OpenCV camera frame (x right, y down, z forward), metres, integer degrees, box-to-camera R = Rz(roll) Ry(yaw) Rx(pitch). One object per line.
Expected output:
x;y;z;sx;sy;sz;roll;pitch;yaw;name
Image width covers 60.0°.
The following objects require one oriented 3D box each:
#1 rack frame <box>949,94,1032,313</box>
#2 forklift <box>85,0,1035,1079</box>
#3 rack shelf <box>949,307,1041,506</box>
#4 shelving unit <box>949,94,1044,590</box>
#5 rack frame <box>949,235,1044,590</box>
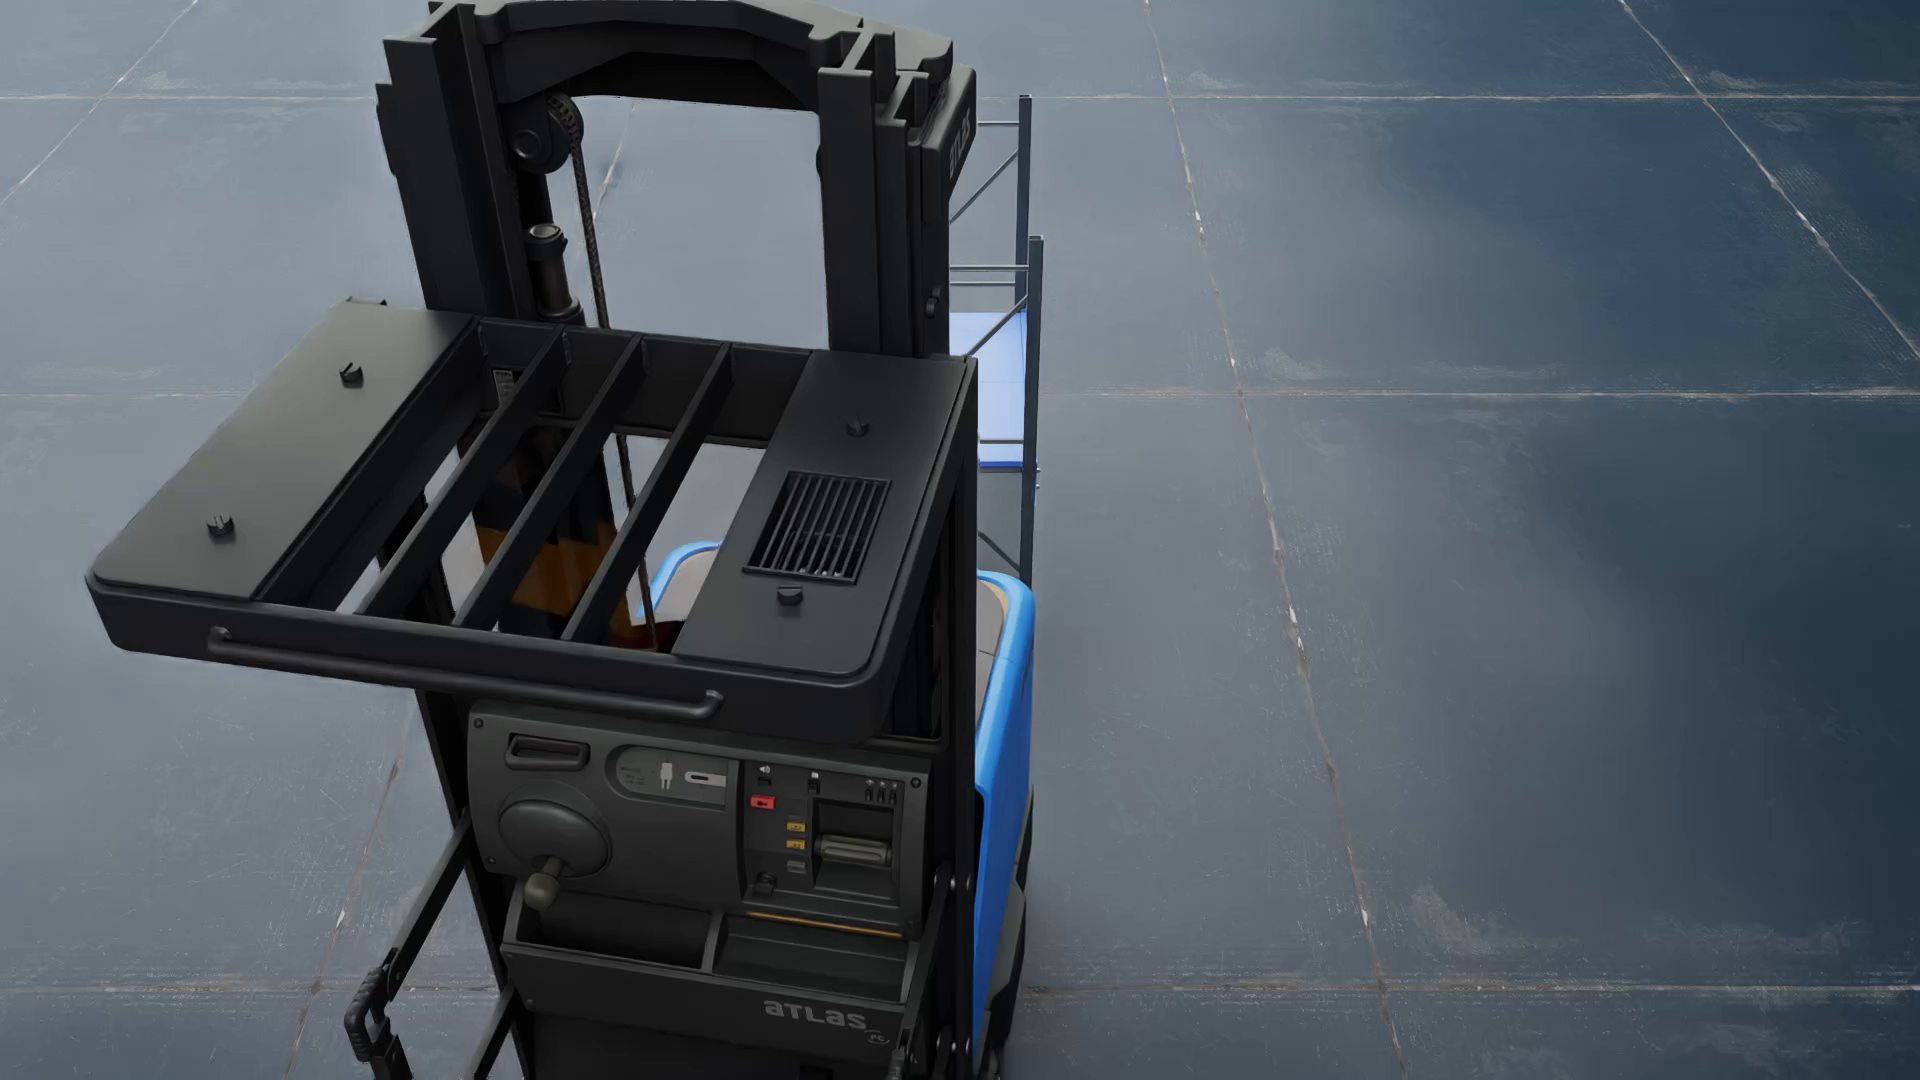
-0.001;-0.956;6.244;0.500;1.500;0.032;0;39;0;rack frame
-0.558;0.639;3.108;1.130;2.935;3.031;7;39;8;forklift
0.000;-0.498;5.960;0.538;0.185;1.000;0;39;0;rack shelf
0.000;-0.639;5.848;0.538;1.500;1.048;0;39;0;shelving unit
0.000;-0.321;5.451;0.500;1.500;0.032;0;39;0;rack frame
